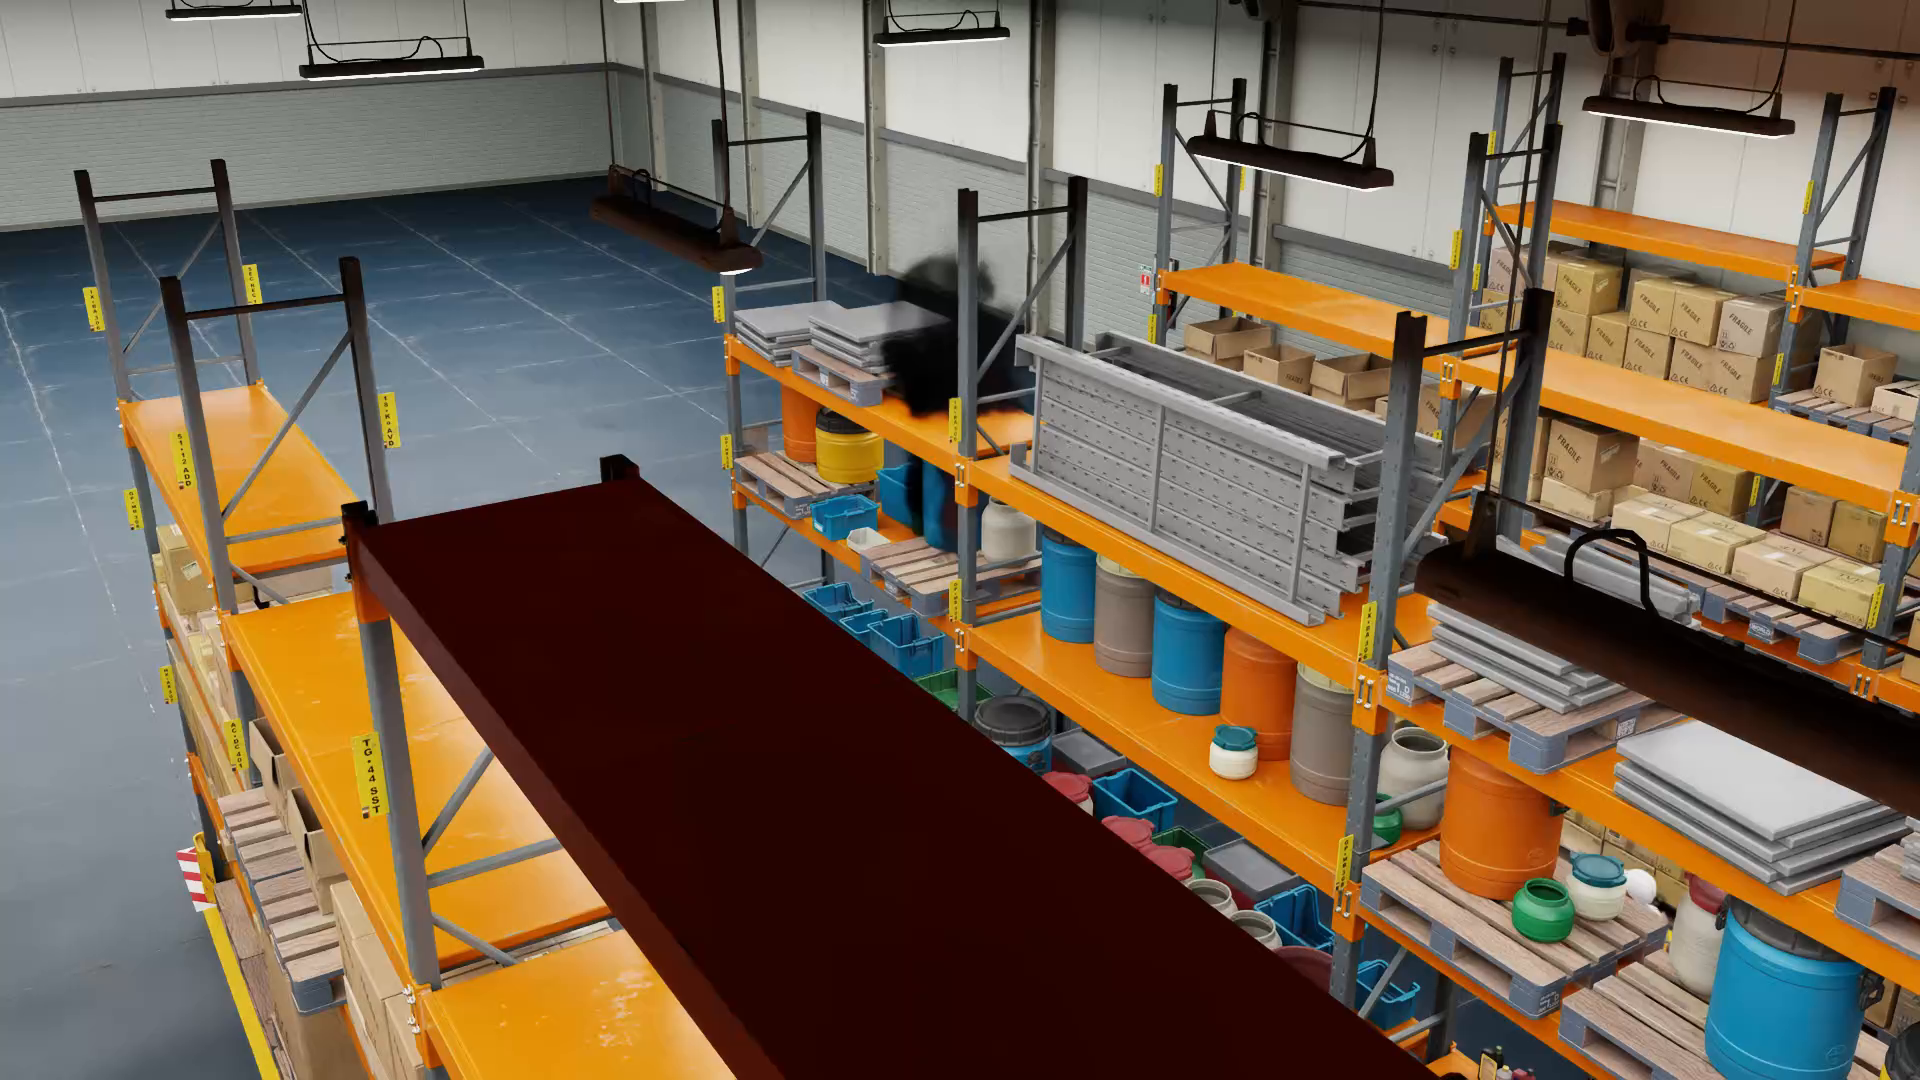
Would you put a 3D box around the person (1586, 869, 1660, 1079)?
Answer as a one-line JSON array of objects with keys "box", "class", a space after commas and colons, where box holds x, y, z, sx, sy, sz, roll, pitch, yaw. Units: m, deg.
[{"box": [4.509, 3.011, 11.544, 0.635, 1.727, 0.564, -14, 26, -31], "class": "person"}]
